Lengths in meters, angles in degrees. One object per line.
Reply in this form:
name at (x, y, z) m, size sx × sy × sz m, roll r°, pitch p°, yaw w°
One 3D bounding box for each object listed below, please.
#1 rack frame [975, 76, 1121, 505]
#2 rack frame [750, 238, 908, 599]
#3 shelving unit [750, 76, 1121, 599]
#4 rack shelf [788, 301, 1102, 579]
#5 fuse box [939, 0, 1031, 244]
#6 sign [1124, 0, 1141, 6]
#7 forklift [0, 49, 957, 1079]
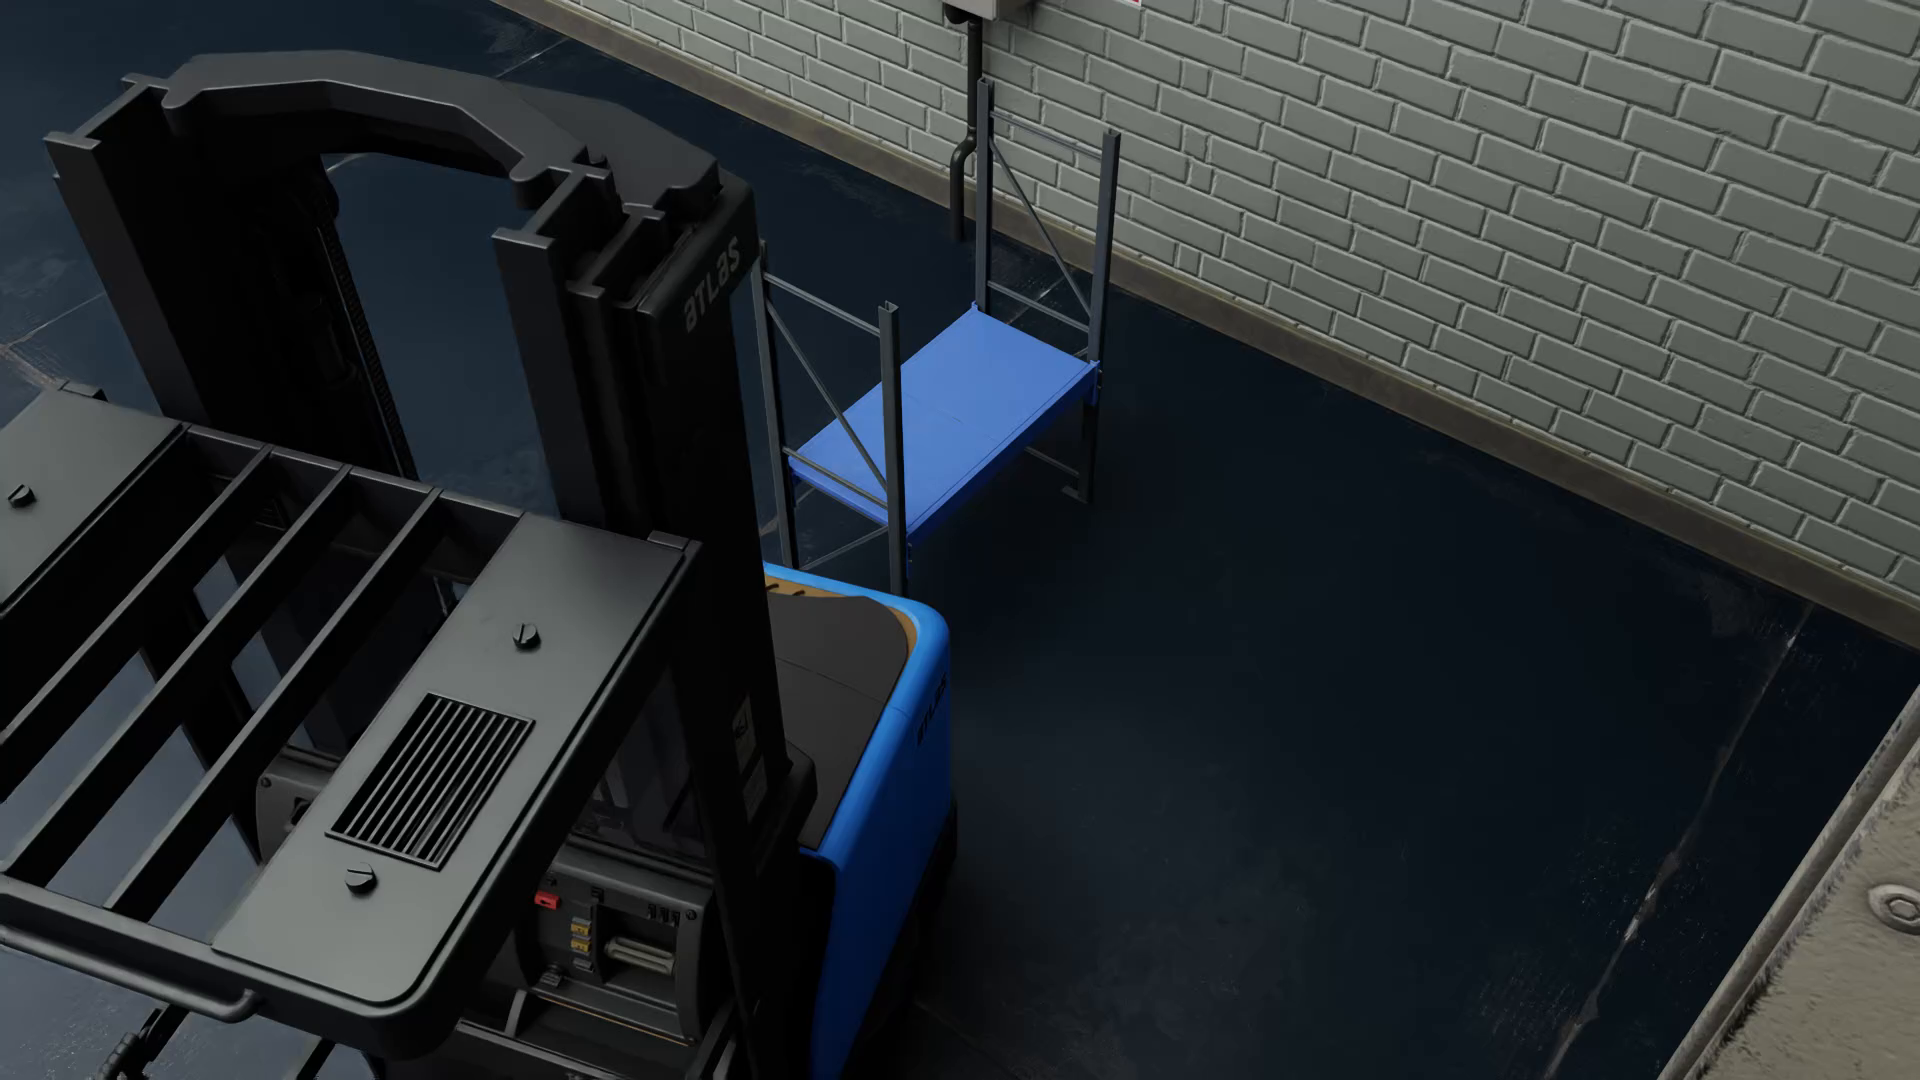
rack frame at (0.259, -0.760, 5.439) m, size 0.500 × 1.500 × 0.032 m, roll 29°, pitch 53°, yaw 25°
rack frame at (-0.363, -0.178, 4.883) m, size 0.500 × 1.500 × 0.032 m, roll 29°, pitch 53°, yaw 25°
shelving unit at (-0.052, -0.469, 5.161) m, size 0.538 × 1.500 × 1.048 m, roll 29°, pitch 53°, yaw 25°
rack shelf at (-0.052, -0.345, 5.291) m, size 0.538 × 0.185 × 1.000 m, roll 29°, pitch 53°, yaw 25°
fuse box at (-0.007, -1.819, 6.304) m, size 0.539 × 1.711 × 0.414 m, roll 29°, pitch 53°, yaw 25°
sign at (0.510, -2.131, 5.777) m, size 0.329 × 0.494 × 0.001 m, roll 29°, pitch 53°, yaw 25°
forklift at (-0.967, 0.796, 2.963) m, size 1.130 × 2.935 × 3.031 m, roll 14°, pitch 48°, yaw 13°
